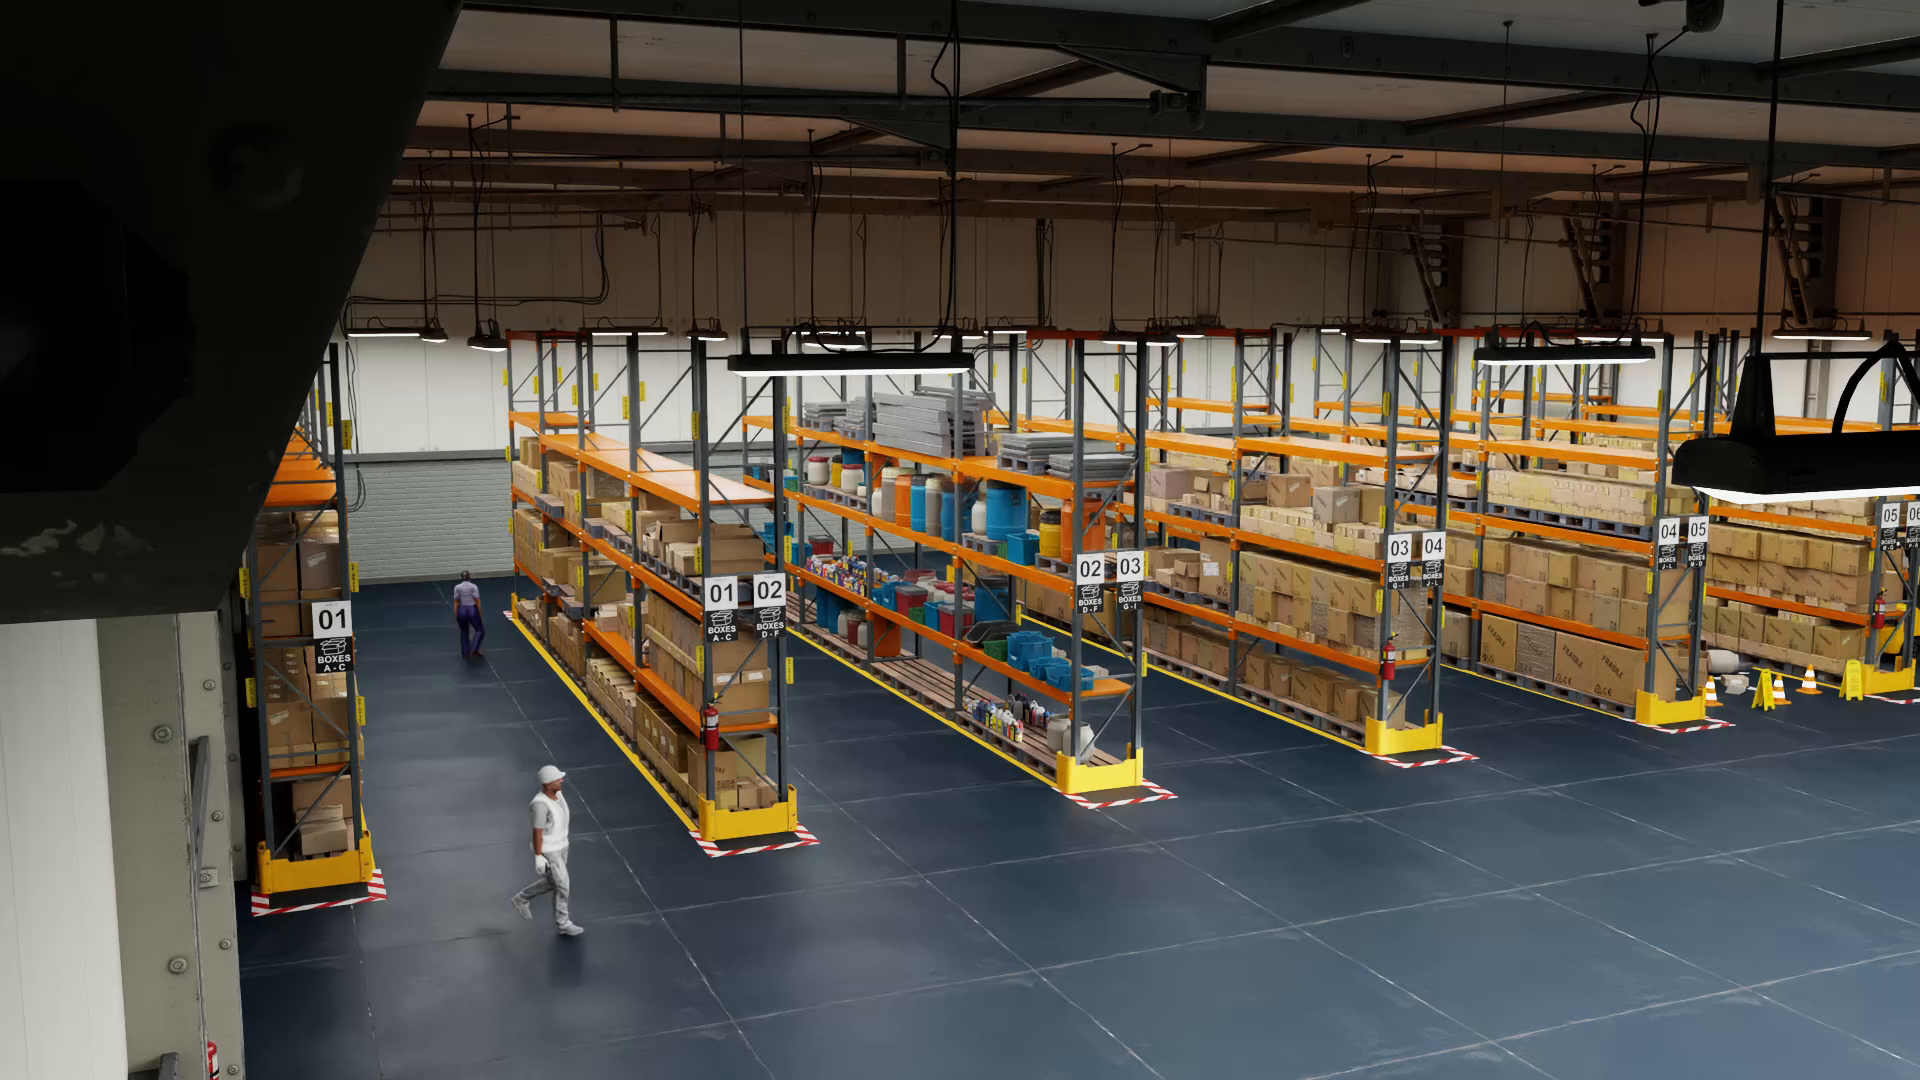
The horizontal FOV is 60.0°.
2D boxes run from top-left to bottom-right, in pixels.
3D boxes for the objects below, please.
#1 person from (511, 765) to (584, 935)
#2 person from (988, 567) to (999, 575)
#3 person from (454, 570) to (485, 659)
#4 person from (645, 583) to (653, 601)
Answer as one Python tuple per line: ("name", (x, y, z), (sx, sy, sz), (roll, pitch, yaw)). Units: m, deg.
("person", (-4.242, 3.145, 17.009), (0.876, 1.755, 0.577), (2, 8, 14))
("person", (0.631, 1.342, 30.588), (0.378, 1.768, 0.575), (7, 10, 40))
("person", (-9.027, 1.378, 30.518), (0.523, 1.646, 0.490), (0, 8, 4))
("person", (-6.608, 0.772, 34.500), (0.654, 1.822, 0.492), (6, 10, 38))
